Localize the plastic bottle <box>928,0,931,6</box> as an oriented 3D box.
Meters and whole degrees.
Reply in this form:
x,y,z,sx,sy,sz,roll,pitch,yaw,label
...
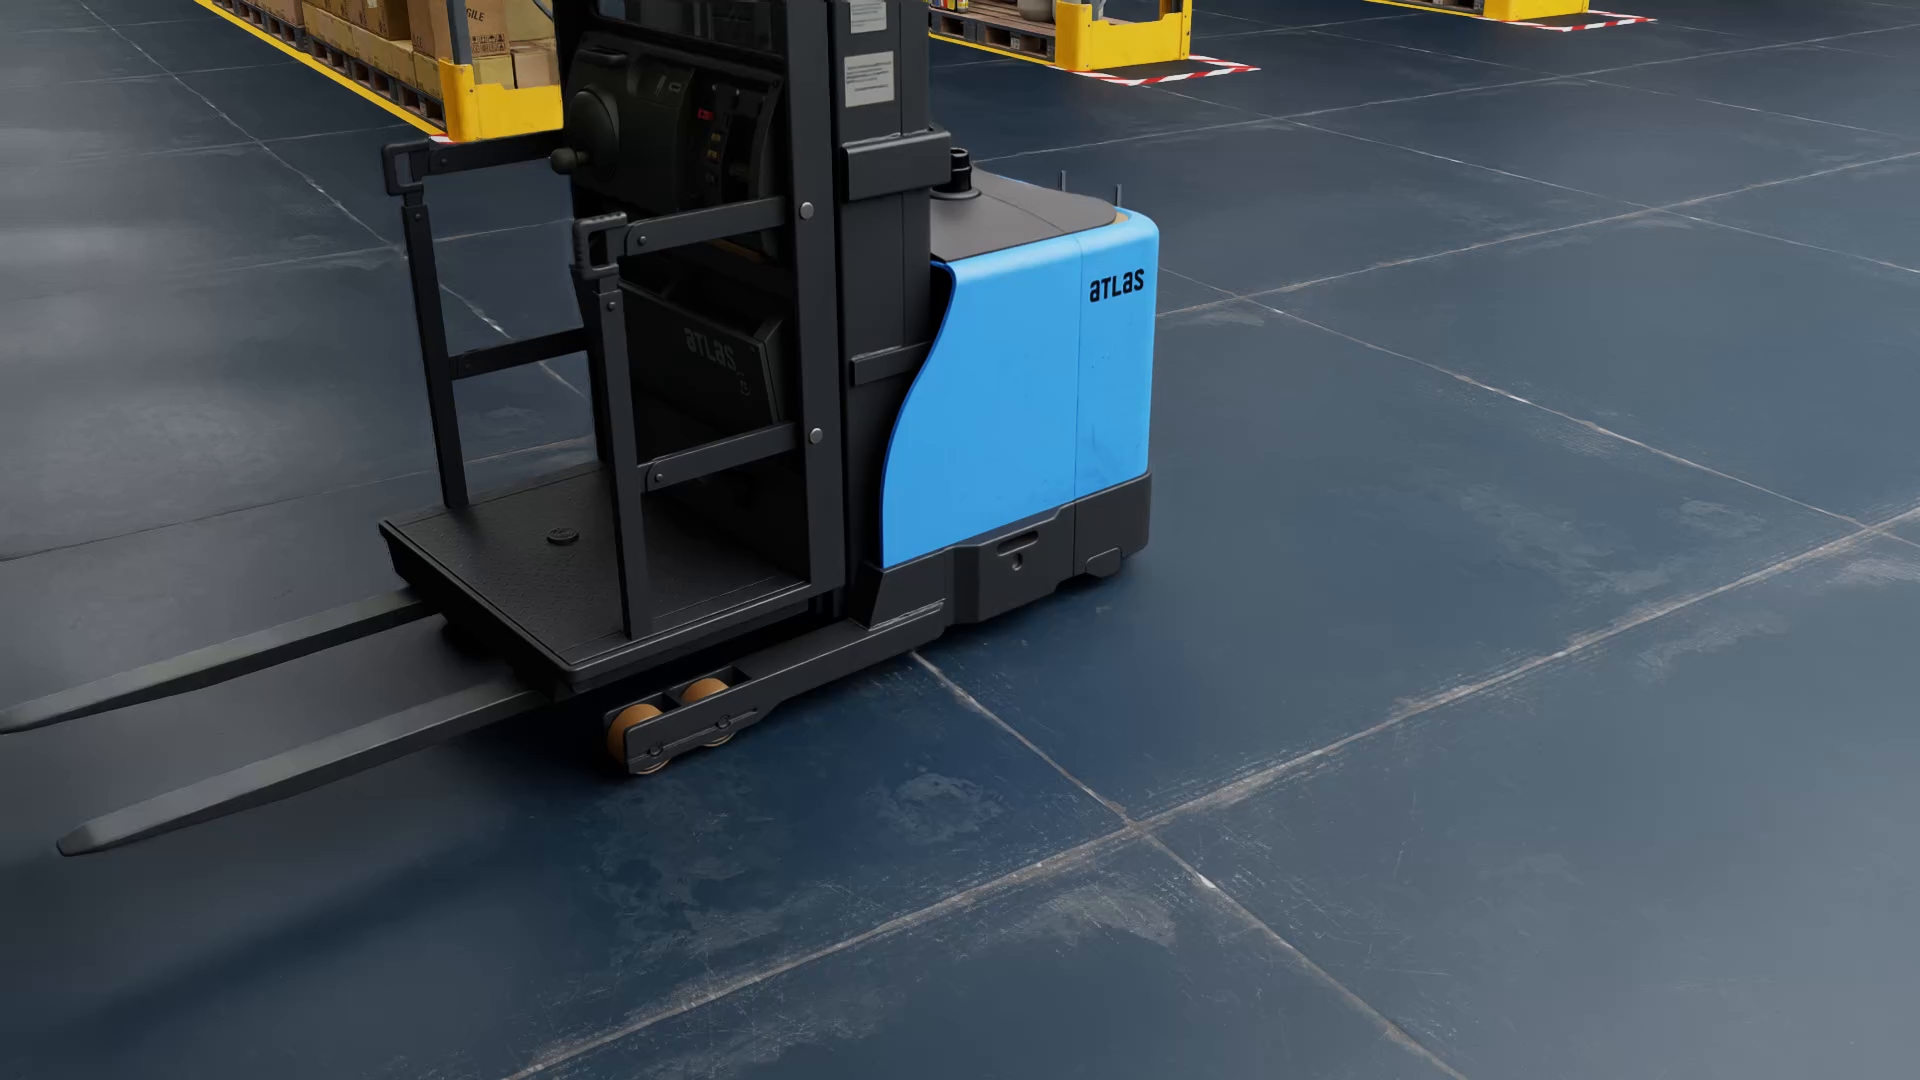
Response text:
x,y,z,sx,sy,sz,roll,pitch,yaw,label
-0.261,-4.958,14.827,0.144,0.351,0.185,-14,29,-27,plastic bottle

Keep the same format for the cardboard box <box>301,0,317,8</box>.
x,y,z,sx,sy,sz,roll,pitch,yaw,label
-4.952,-4.523,13.167,0.500,0.500,0.500,-16,29,-30,cardboard box

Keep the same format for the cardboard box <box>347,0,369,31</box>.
x,y,z,sx,sy,sz,roll,pitch,yaw,label
-4.131,-3.987,12.032,0.500,0.500,0.500,-16,29,-30,cardboard box

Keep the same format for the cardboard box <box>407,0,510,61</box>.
x,y,z,sx,sy,sz,roll,pitch,yaw,label
-3.301,-3.453,10.902,0.500,0.500,0.500,-16,29,-30,cardboard box

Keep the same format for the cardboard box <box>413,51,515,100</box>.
x,y,z,sx,sy,sz,roll,pitch,yaw,label
-3.299,-3.115,11.063,0.500,0.250,0.500,-16,29,-30,cardboard box

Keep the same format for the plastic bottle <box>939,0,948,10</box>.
x,y,z,sx,sy,sz,roll,pitch,yaw,label
-0.091,-4.817,14.615,0.152,0.276,0.135,-15,29,-29,plastic bottle

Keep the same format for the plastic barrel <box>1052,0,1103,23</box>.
x,y,z,sx,sy,sz,roll,pitch,yaw,label
0.970,-4.481,13.650,0.421,0.512,0.421,0,25,0,plastic barrel

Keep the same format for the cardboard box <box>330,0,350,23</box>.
x,y,z,sx,sy,sz,roll,pitch,yaw,label
-4.406,-4.165,12.410,0.500,0.500,0.500,-16,29,-30,cardboard box

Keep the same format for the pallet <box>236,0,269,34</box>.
x,y,z,sx,sy,sz,roll,pitch,yaw,label
-6.047,-4.906,15.395,1.003,0.211,1.213,-16,29,-30,pallet

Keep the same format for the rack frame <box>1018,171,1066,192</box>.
x,y,z,sx,sy,sz,roll,pitch,yaw,label
0.257,-0.666,5.432,0.200,1.050,0.008,-20,32,-36,rack frame

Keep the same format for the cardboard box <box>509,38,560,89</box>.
x,y,z,sx,sy,sz,roll,pitch,yaw,label
-2.865,-3.235,11.319,0.500,0.250,0.500,-16,29,-30,cardboard box

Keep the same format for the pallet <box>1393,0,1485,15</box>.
x,y,z,sx,sy,sz,roll,pitch,yaw,label
5.088,-5.417,16.479,1.003,0.211,1.213,-16,29,-30,pallet

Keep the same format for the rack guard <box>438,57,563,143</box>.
x,y,z,sx,sy,sz,roll,pitch,yaw,label
-2.746,-2.906,10.821,1.175,0.500,0.348,-16,29,-30,rack guard

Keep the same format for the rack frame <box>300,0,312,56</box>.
x,y,z,sx,sy,sz,roll,pitch,yaw,label
-4.942,-5.476,13.336,1.000,3.000,0.127,-16,29,-30,rack frame

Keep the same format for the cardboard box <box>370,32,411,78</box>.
x,y,z,sx,sy,sz,roll,pitch,yaw,label
-3.857,-3.469,11.814,0.500,0.250,0.500,-16,29,-30,cardboard box

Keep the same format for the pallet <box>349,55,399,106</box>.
x,y,z,sx,sy,sz,roll,pitch,yaw,label
-3.873,-3.484,12.383,1.003,0.211,1.213,-16,29,-30,pallet

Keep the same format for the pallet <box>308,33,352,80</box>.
x,y,z,sx,sy,sz,roll,pitch,yaw,label
-4.543,-3.921,13.308,1.003,0.211,1.213,-16,29,-30,pallet

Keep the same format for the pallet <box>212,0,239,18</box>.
x,y,z,sx,sy,sz,roll,pitch,yaw,label
-6.709,-5.342,16.319,1.003,0.211,1.213,-16,29,-30,pallet

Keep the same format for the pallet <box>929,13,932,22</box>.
x,y,z,sx,sy,sz,roll,pitch,yaw,label
-0.458,-5.118,15.844,1.003,0.211,1.213,-16,29,-30,pallet

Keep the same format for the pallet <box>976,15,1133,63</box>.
x,y,z,sx,sy,sz,roll,pitch,yaw,label
0.874,-4.245,13.995,1.003,0.211,1.213,-16,29,-30,pallet

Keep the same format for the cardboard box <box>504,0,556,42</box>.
x,y,z,sx,sy,sz,roll,pitch,yaw,label
-3.140,-3.753,11.537,0.500,0.500,0.500,-16,29,-30,cardboard box

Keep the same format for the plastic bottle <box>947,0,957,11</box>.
x,y,z,sx,sy,sz,roll,pitch,yaw,label
-0.055,-4.761,14.488,0.061,0.283,0.133,-15,29,-28,plastic bottle

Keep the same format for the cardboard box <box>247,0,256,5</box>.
x,y,z,sx,sy,sz,roll,pitch,yaw,label
-6.242,-5.050,15.162,0.500,0.250,0.500,-15,29,-29,cardboard box

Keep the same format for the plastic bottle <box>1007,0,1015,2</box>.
x,y,z,sx,sy,sz,roll,pitch,yaw,label
0.478,-5.007,15.023,0.097,0.271,0.097,0,25,0,plastic bottle

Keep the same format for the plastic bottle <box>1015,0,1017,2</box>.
x,y,z,sx,sy,sz,roll,pitch,yaw,label
0.557,-4.975,14.942,0.061,0.283,0.133,-15,29,-29,plastic bottle

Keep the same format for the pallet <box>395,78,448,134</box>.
x,y,z,sx,sy,sz,roll,pitch,yaw,label
-3.211,-3.048,11.459,1.003,0.211,1.213,-16,29,-30,pallet

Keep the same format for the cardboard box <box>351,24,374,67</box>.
x,y,z,sx,sy,sz,roll,pitch,yaw,label
-4.128,-3.648,12.194,0.500,0.250,0.500,-16,29,-30,cardboard box

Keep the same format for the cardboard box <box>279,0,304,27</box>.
x,y,z,sx,sy,sz,roll,pitch,yaw,label
-5.412,-4.503,14.004,0.500,0.250,0.500,-16,30,-30,cardboard box

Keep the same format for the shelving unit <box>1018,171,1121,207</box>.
x,y,z,sx,sy,sz,roll,pitch,yaw,label
0.337,-0.627,5.349,0.215,1.050,0.252,-20,32,-36,shelving unit

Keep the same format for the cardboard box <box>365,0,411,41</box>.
x,y,z,sx,sy,sz,roll,pitch,yaw,label
-3.859,-3.808,11.652,0.500,0.500,0.500,-16,29,-30,cardboard box

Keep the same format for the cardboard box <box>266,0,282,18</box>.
x,y,z,sx,sy,sz,roll,pitch,yaw,label
-5.686,-4.684,14.388,0.500,0.250,0.500,-16,30,-30,cardboard box

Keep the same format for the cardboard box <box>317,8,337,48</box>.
x,y,z,sx,sy,sz,roll,pitch,yaw,label
-4.675,-4.006,12.951,0.500,0.250,0.500,-16,29,-30,cardboard box

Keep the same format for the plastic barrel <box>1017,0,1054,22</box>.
x,y,z,sx,sy,sz,roll,pitch,yaw,label
0.697,-4.660,14.030,0.421,0.512,0.421,0,25,0,plastic barrel

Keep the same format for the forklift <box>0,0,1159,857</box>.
x,y,z,sx,sy,sz,roll,pitch,yaw,label
-0.877,-1.010,3.955,3.031,2.935,1.130,-20,32,-36,forklift

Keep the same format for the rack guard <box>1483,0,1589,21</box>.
x,y,z,sx,sy,sz,roll,pitch,yaw,label
5.502,-5.249,15.784,1.175,0.500,0.348,-16,29,-30,rack guard

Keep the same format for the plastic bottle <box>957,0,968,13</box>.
x,y,z,sx,sy,sz,roll,pitch,yaw,label
0.024,-4.686,14.426,0.097,0.201,0.097,0,25,0,plastic bottle

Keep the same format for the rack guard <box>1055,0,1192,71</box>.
x,y,z,sx,sy,sz,roll,pitch,yaw,label
1.313,-4.084,13.316,1.175,0.500,0.348,-16,29,-30,rack guard

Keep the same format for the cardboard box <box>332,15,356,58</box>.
x,y,z,sx,sy,sz,roll,pitch,yaw,label
-4.406,-3.826,12.569,0.500,0.250,0.500,-16,29,-30,cardboard box

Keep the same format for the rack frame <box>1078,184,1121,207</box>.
x,y,z,sx,sy,sz,roll,pitch,yaw,label
0.417,-0.588,5.266,0.200,1.050,0.008,-20,32,-36,rack frame

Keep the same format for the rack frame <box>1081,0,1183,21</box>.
x,y,z,sx,sy,sz,roll,pitch,yaw,label
1.393,-5.198,12.748,1.000,3.000,0.127,-16,29,-30,rack frame

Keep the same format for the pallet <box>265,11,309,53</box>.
x,y,z,sx,sy,sz,roll,pitch,yaw,label
-5.377,-4.469,14.470,1.003,0.211,1.213,-16,29,-30,pallet

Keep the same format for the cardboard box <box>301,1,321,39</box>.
x,y,z,sx,sy,sz,roll,pitch,yaw,label
-4.943,-4.186,13.332,0.500,0.250,0.500,-16,29,-30,cardboard box

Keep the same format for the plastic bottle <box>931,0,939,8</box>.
x,y,z,sx,sy,sz,roll,pitch,yaw,label
-0.167,-4.866,14.720,0.152,0.276,0.135,-16,30,-31,plastic bottle

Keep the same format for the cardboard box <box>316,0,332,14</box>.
x,y,z,sx,sy,sz,roll,pitch,yaw,label
-4.672,-4.346,12.792,0.500,0.500,0.500,-16,29,-30,cardboard box

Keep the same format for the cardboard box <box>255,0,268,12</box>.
x,y,z,sx,sy,sz,roll,pitch,yaw,label
-5.966,-4.867,14.776,0.500,0.250,0.500,-15,29,-28,cardboard box

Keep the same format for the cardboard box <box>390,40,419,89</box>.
x,y,z,sx,sy,sz,roll,pitch,yaw,label
-3.582,-3.291,11.436,0.500,0.250,0.500,-16,29,-30,cardboard box

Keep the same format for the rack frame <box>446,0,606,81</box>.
x,y,z,sx,sy,sz,roll,pitch,yaw,label
-2.759,-4.045,10.305,1.000,3.000,0.127,-16,29,-30,rack frame

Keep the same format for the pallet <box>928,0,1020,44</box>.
x,y,z,sx,sy,sz,roll,pitch,yaw,label
0.212,-4.681,14.919,1.003,0.211,1.213,-16,29,-30,pallet

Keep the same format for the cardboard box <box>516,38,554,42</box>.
x,y,z,sx,sy,sz,roll,pitch,yaw,label
-3.141,-3.413,11.696,0.500,0.250,0.500,-16,29,-30,cardboard box
